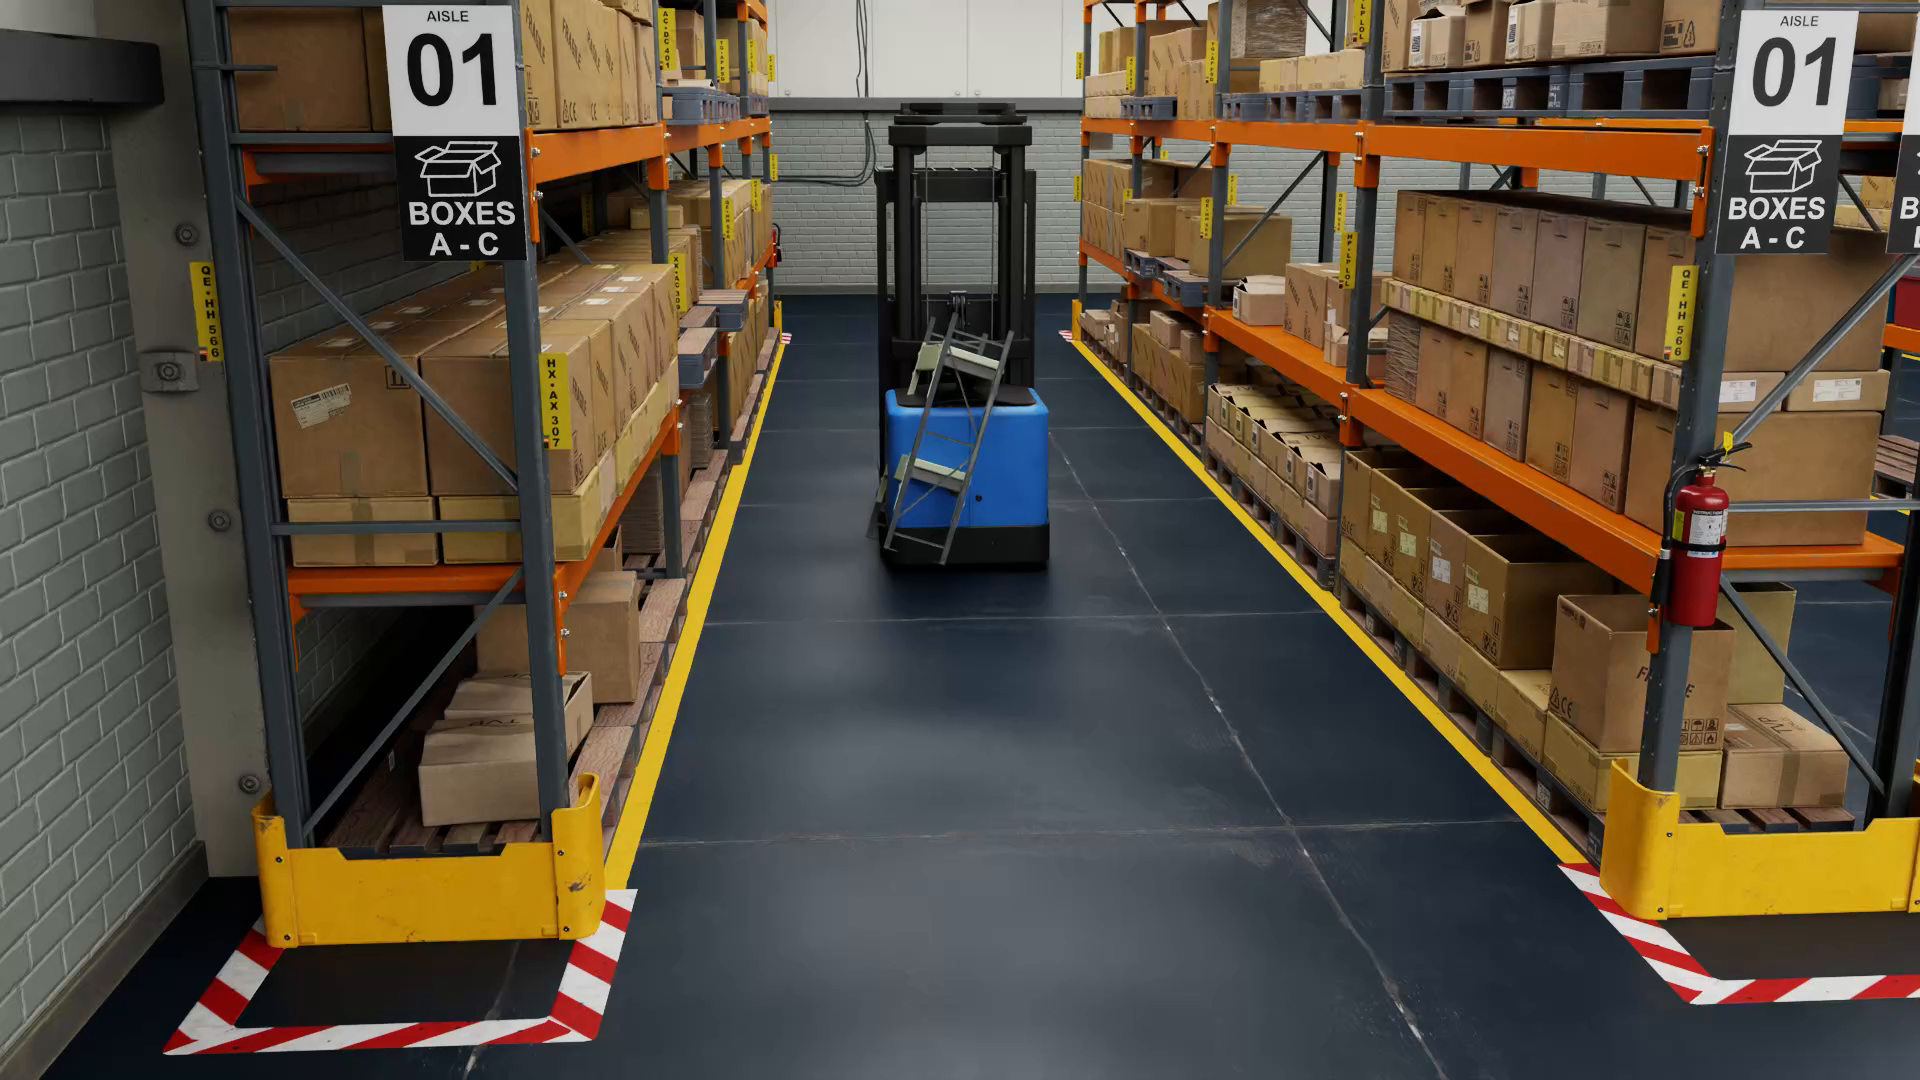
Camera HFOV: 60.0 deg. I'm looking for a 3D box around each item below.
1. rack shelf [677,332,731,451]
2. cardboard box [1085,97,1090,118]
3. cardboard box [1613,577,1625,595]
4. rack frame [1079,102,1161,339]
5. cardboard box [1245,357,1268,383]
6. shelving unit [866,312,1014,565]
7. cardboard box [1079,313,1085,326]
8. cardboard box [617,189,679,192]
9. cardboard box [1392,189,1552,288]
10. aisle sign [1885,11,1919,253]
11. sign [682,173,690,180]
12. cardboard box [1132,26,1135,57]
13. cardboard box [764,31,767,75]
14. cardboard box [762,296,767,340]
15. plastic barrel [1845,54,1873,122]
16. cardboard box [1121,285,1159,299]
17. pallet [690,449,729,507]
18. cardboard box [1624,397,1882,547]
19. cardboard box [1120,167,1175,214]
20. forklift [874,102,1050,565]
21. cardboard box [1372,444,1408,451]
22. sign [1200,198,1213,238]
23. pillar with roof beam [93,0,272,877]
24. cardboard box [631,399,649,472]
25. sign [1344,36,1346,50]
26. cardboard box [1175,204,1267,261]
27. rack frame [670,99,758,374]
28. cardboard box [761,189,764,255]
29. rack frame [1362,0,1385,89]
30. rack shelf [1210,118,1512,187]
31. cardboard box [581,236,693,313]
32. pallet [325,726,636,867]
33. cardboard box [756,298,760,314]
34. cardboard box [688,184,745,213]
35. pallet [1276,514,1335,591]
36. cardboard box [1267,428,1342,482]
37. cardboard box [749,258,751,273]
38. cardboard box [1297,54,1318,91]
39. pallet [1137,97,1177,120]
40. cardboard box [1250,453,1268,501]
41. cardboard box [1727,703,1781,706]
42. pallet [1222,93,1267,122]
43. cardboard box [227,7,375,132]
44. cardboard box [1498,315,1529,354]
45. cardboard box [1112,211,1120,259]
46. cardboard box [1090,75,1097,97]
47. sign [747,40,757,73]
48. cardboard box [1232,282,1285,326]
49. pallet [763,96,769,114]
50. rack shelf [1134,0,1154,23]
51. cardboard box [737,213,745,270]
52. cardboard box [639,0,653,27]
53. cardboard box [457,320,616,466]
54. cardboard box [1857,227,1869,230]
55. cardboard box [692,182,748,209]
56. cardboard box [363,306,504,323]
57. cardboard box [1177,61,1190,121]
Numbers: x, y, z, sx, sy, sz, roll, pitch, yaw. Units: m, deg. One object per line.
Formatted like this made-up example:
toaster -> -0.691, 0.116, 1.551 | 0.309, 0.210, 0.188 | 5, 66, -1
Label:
rack shelf -> -2.273, -1.181, 11.540 | 1.077, 0.370, 4.000 | -1, 14, -3
cardboard box -> 1.829, -5.342, 20.550 | 0.500, 0.250, 0.500 | -1, 14, -3
cardboard box -> 3.155, 0.265, 7.646 | 0.500, 0.500, 0.500 | -1, 14, -3
rack frame -> 2.051, -4.094, 21.417 | 1.000, 3.000, 0.127 | -1, 14, -3
cardboard box -> 2.766, -1.354, 14.904 | 0.500, 0.500, 0.500 | -1, 14, -5
shelving unit -> -0.142, -0.651, 10.564 | 0.431, 1.500, 0.755 | 16, 2, -13
cardboard box -> 1.734, -2.817, 21.292 | 0.380, 0.149, 0.250 | -1, 14, -3
cardboard box -> -2.741, -2.957, 14.658 | 0.500, 0.250, 0.500 | -1, 14, -5
cardboard box -> 2.829, -1.676, 9.215 | 0.700, 0.500, 0.500 | -1, 14, -3
aisle sign -> 3.352, -1.362, 5.582 | 0.394, 0.787, 0.004 | -1, 14, -3
sign -> -3.447, -4.467, 20.971 | 0.100, 0.325, 0.005 | -1, 14, -3
cardboard box -> 2.304, -5.455, 18.482 | 0.700, 0.500, 0.500 | -1, 14, -3
cardboard box -> -2.575, -5.833, 19.912 | 0.500, 0.500, 0.500 | -1, 14, -4
cardboard box -> -2.718, -2.712, 20.221 | 0.700, 0.500, 0.500 | -1, 14, -4
plastic barrel -> 7.204, -3.604, 13.272 | 0.421, 0.512, 0.421 | 0, 14, 0
cardboard box -> 2.331, -2.965, 21.163 | 0.500, 0.500, 0.500 | -1, 14, -3
pallet -> -2.350, -0.482, 12.975 | 1.003, 0.211, 1.213 | -1, 14, -3
cardboard box -> 3.026, -0.279, 6.391 | 0.700, 0.500, 0.500 | -1, 14, -3
cardboard box -> 2.009, -3.753, 17.887 | 0.500, 0.500, 0.500 | -1, 14, -3
forklift -> -0.044, -1.576, 11.770 | 1.130, 2.935, 3.031 | -1, 14, -4
cardboard box -> 2.992, -0.484, 10.937 | 0.500, 0.311, 0.500 | -1, 14, -4
sign -> 2.006, -2.616, 13.508 | 0.100, 0.325, 0.005 | -1, 14, -3
pillar with roof beam -> 1.489, -3.170, 5.786 | 9.100, 9.000, 0.400 | -1, 14, -3
cardboard box -> -1.716, -0.482, 7.640 | 0.500, 0.250, 0.500 | -1, 14, -3
sign -> 3.101, -3.852, 13.262 | 0.100, 0.325, 0.005 | -1, 14, -3
cardboard box -> 2.470, -2.912, 15.782 | 0.700, 0.500, 0.500 | -5, 15, -18
rack frame -> -2.645, -3.021, 17.250 | 1.000, 3.000, 0.127 | -1, 14, -3
cardboard box -> -2.757, -3.664, 19.146 | 0.980, 0.700, 0.700 | -2, 15, -6
rack frame -> 2.795, -4.015, 9.070 | 1.000, 3.000, 0.127 | -1, 14, -3
rack shelf -> 2.671, -2.711, 11.467 | 1.077, 0.370, 4.000 | -1, 14, -3
cardboard box -> -2.258, -1.862, 11.659 | 0.700, 0.500, 0.500 | -1, 14, -3
pallet -> -1.921, 1.092, 6.859 | 1.003, 0.211, 1.213 | -1, 14, -3
cardboard box -> -2.428, -2.604, 18.499 | 0.380, 0.149, 0.250 | 0, 14, -2
cardboard box -> -2.307, -3.220, 15.680 | 0.500, 0.250, 0.500 | -1, 14, -2
pallet -> 2.710, 0.059, 10.875 | 1.003, 0.211, 1.213 | -1, 14, -3
cardboard box -> 2.417, -0.602, 11.398 | 0.500, 0.311, 0.500 | -1, 14, -4
cardboard box -> -2.302, -2.767, 16.726 | 0.380, 0.149, 0.250 | -1, 14, -2
cardboard box -> 2.706, -3.303, 11.782 | 0.500, 0.250, 0.500 | -1, 14, -5
pallet -> 2.337, -4.039, 15.563 | 1.213, 0.211, 1.003 | -1, 14, -3
cardboard box -> 2.388, -0.459, 11.967 | 0.500, 0.250, 0.500 | -1, 14, -2
cardboard box -> 3.197, 0.753, 7.257 | 0.500, 0.250, 0.500 | -1, 14, -3
pallet -> 2.678, -3.298, 12.683 | 1.213, 0.211, 1.003 | 0, 14, -1
cardboard box -> -2.180, -1.648, 5.650 | 0.500, 0.500, 0.500 | 0, 14, 1
cardboard box -> 2.731, -0.955, 7.715 | 0.380, 0.149, 0.250 | -1, 14, -4
cardboard box -> 1.979, -3.396, 18.504 | 0.500, 0.500, 0.500 | 0, 14, -2
cardboard box -> 1.847, -5.460, 20.004 | 0.500, 0.250, 0.500 | -1, 14, -3
sign -> -2.104, -4.888, 16.814 | 0.100, 0.325, 0.005 | -1, 14, -3
cardboard box -> 2.409, -1.835, 12.819 | 0.500, 0.311, 0.500 | -1, 14, -4
pallet -> -2.836, -5.242, 20.037 | 1.003, 0.211, 1.213 | -1, 14, -3
rack shelf -> 2.423, -4.965, 15.009 | 1.077, 0.370, 4.000 | -1, 14, -3
cardboard box -> -2.264, -2.737, 15.306 | 0.500, 0.500, 0.500 | 0, 14, -2
cardboard box -> -1.847, -2.906, 8.536 | 0.500, 0.500, 0.500 | -2, 15, -8
cardboard box -> -1.652, -0.584, 6.531 | 0.500, 0.500, 0.500 | -1, 14, -3
cardboard box -> 11.665, -3.903, 21.181 | 0.380, 0.149, 0.250 | -1, 14, -5
cardboard box -> -2.338, -3.347, 16.173 | 0.500, 0.250, 0.500 | -1, 14, -2
cardboard box -> -2.200, -0.705, 7.003 | 0.500, 0.500, 0.500 | -1, 14, -5
cardboard box -> 2.423, -3.969, 14.713 | 0.910, 0.500, 0.500 | -1, 14, -3
